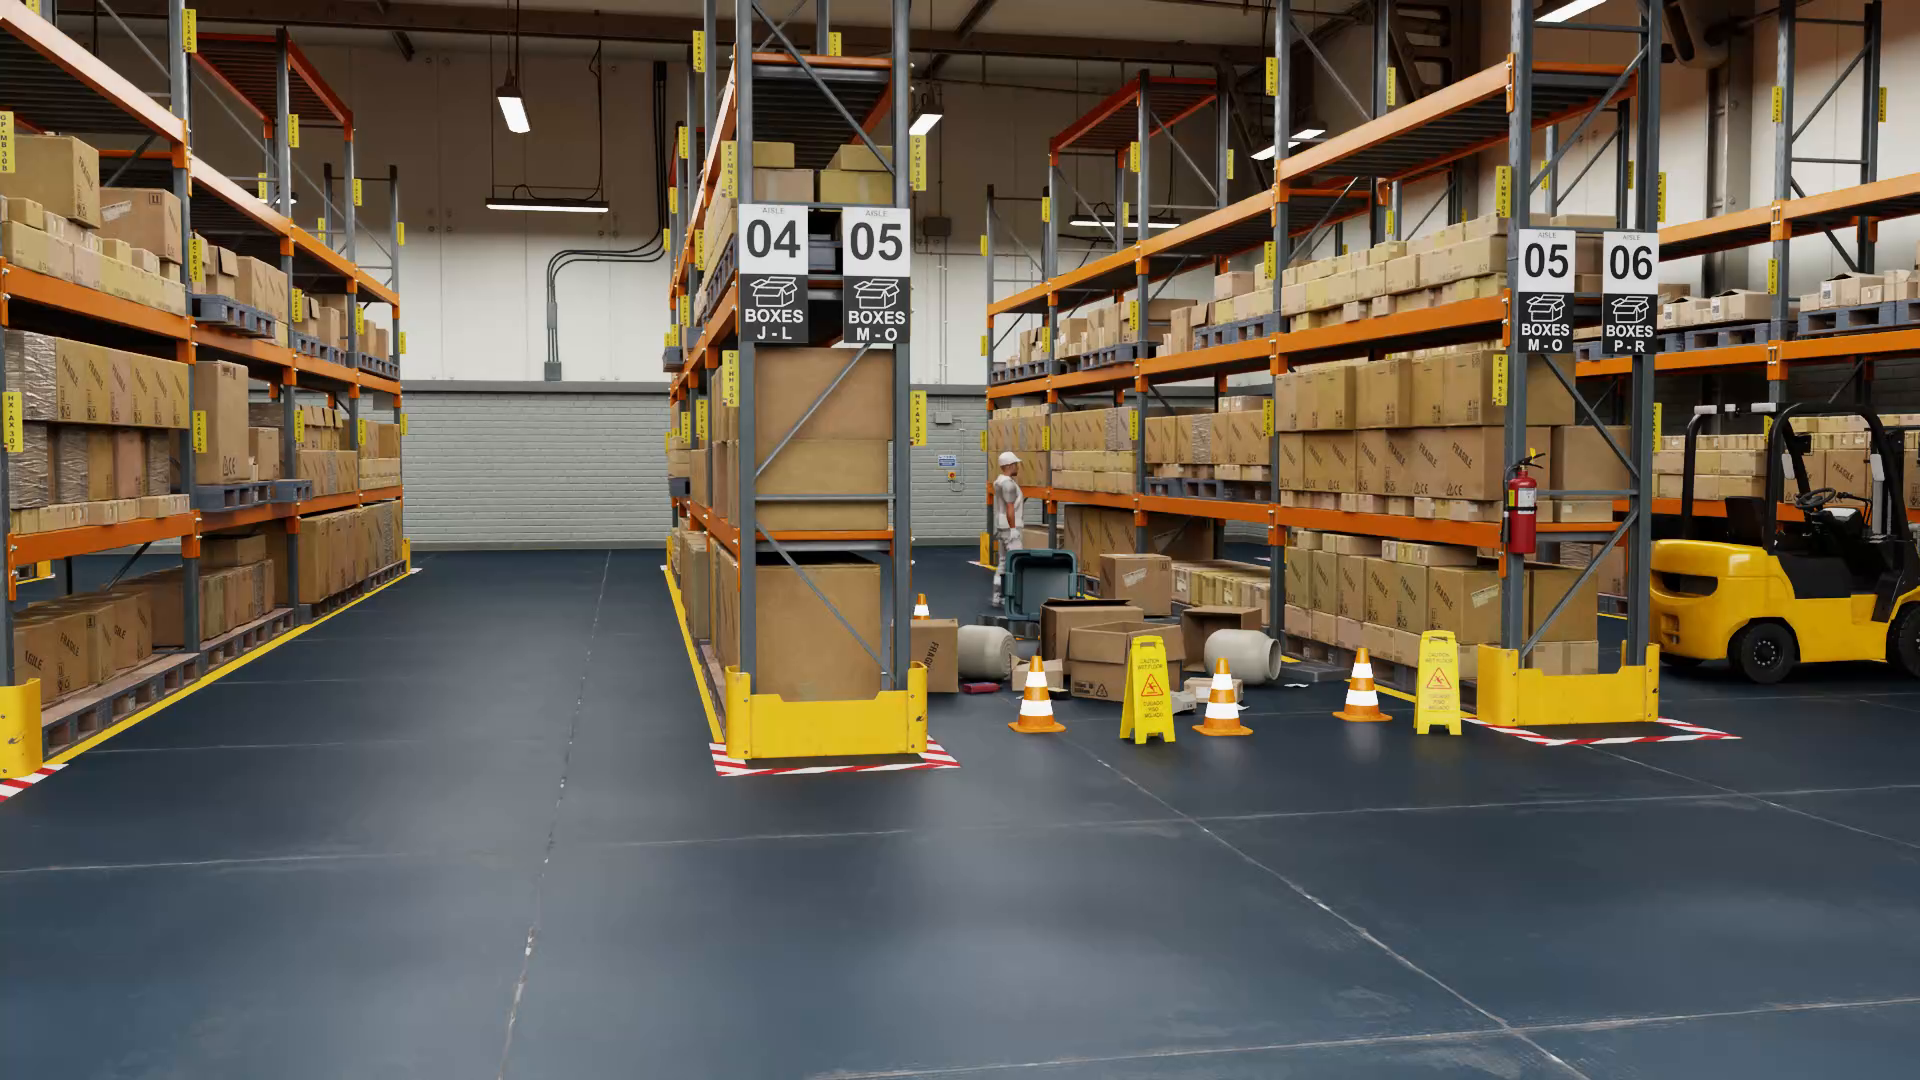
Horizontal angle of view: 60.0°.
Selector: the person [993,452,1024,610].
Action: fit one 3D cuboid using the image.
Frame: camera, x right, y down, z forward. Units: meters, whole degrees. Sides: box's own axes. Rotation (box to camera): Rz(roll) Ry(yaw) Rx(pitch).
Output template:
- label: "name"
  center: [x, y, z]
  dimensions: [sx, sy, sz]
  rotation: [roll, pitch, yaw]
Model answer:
- label: "person"
  center: [0.567, -0.097, 18.920]
  dimensions: [0.348, 1.805, 0.525]
  rotation: [-1, 3, -10]
